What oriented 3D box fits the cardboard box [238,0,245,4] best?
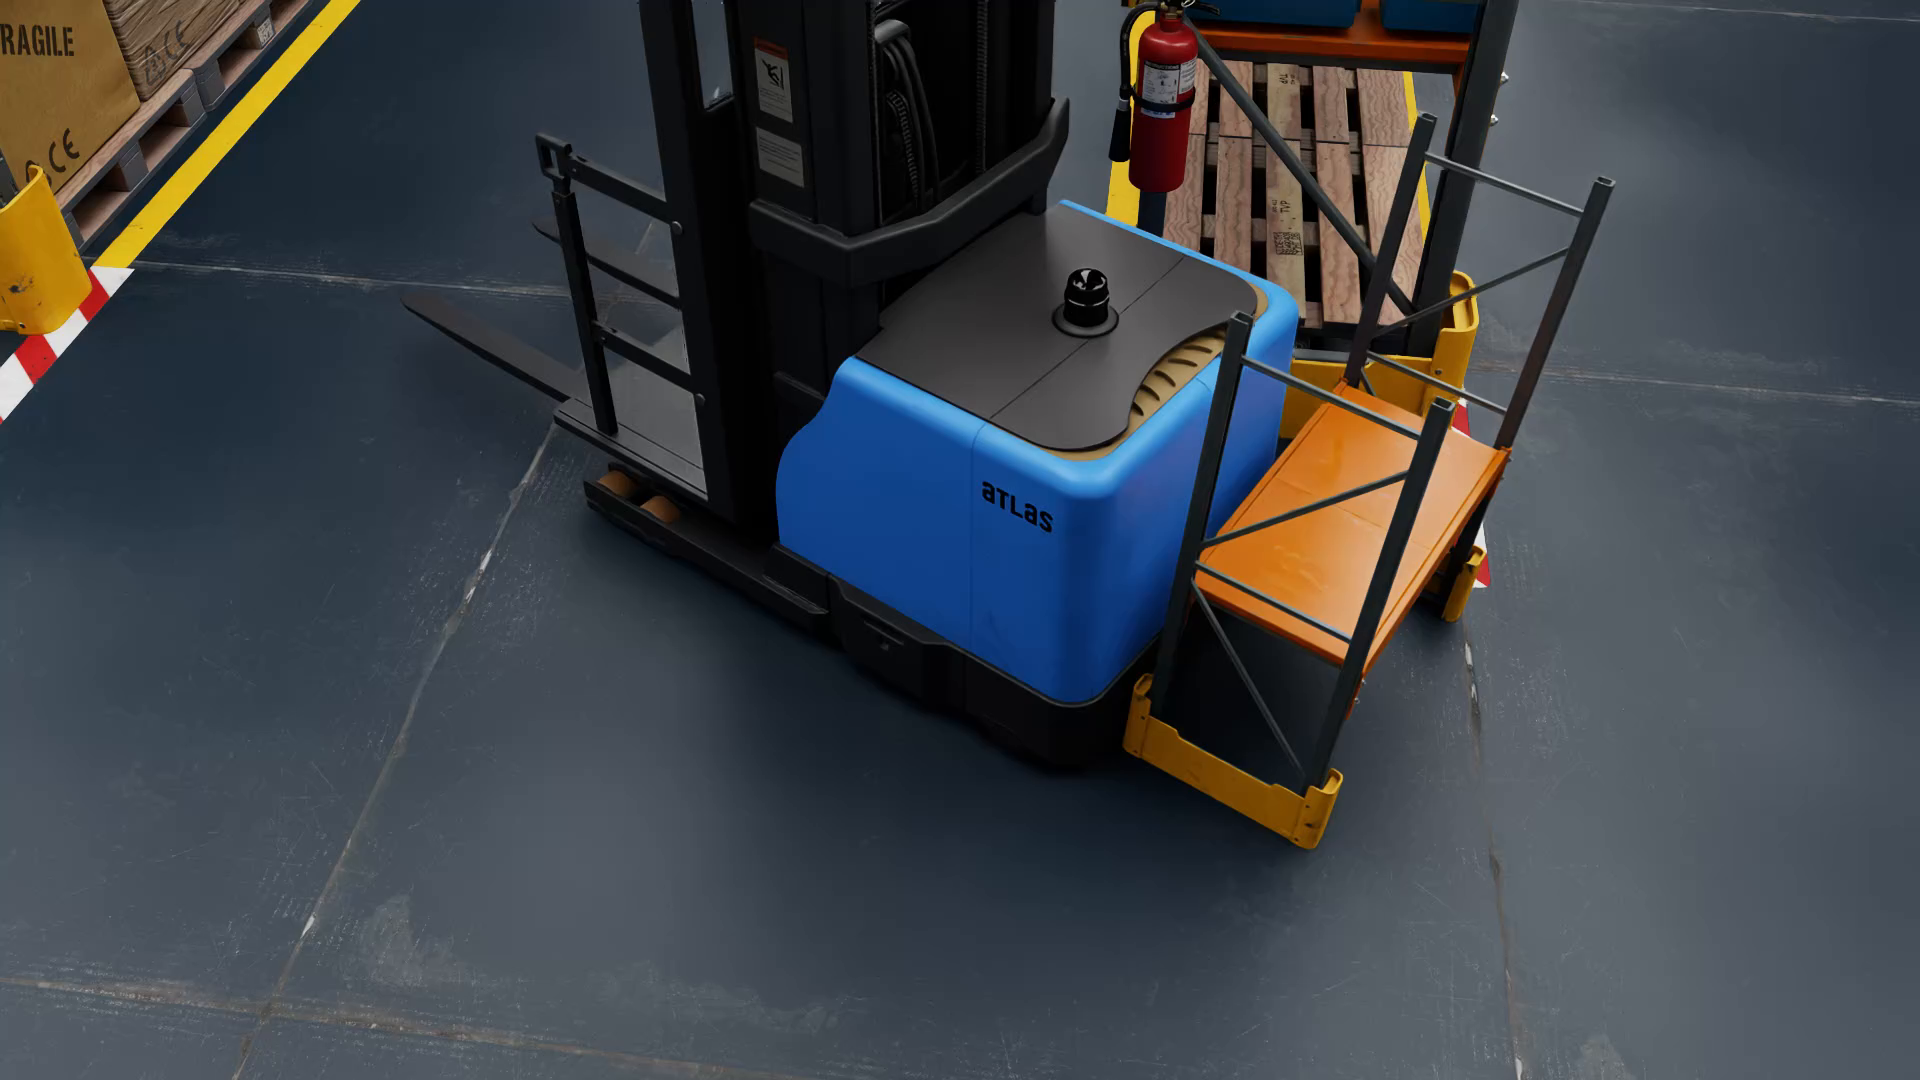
[{"bbox_3d":[-3.603,-3.063,7.544,0.875,0.875,0.875,5,44,6],"label":"cardboard box"}]

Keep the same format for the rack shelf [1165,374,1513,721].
[{"bbox_3d":[1.019,-0.015,4.409,0.538,0.185,1.000,27,50,21],"label":"rack shelf"}]

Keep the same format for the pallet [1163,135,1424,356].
[{"bbox_3d":[1.211,-1.108,6.267,1.003,0.211,1.213,5,44,6],"label":"pallet"}]

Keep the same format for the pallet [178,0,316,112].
[{"bbox_3d":[-3.654,-2.381,7.611,1.003,0.211,1.213,5,44,6],"label":"pallet"}]

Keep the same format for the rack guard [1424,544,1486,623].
[{"bbox_3d":[1.267,0.017,5.022,0.587,0.250,0.087,27,50,21],"label":"rack guard"}]

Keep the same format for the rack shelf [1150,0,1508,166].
[{"bbox_3d":[1.328,-2.664,6.405,1.077,0.370,4.000,5,44,6],"label":"rack shelf"}]

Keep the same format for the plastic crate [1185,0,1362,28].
[{"bbox_3d":[0.923,-1.842,4.944,0.616,0.435,0.499,5,44,6],"label":"plastic crate"}]

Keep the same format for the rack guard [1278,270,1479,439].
[{"bbox_3d":[1.073,-0.637,5.559,1.175,0.500,0.348,5,44,6],"label":"rack guard"}]

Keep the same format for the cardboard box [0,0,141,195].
[{"bbox_3d":[-3.841,-1.837,6.248,0.875,0.875,0.875,5,44,6],"label":"cardboard box"}]

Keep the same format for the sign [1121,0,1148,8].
[{"bbox_3d":[0.516,-1.660,4.703,0.100,0.325,0.005,5,44,6],"label":"sign"}]

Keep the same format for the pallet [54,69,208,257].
[{"bbox_3d":[-3.818,-1.552,6.735,1.003,0.211,1.213,5,44,6],"label":"pallet"}]

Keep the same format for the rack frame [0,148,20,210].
[{"bbox_3d":[-3.846,-2.012,5.194,1.000,3.000,0.127,5,44,6],"label":"rack frame"}]

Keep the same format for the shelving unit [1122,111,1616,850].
[{"bbox_3d":[1.024,-0.135,4.276,0.587,1.500,1.083,27,50,21],"label":"shelving unit"}]

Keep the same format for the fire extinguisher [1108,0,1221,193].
[{"bbox_3d":[0.593,-1.337,4.808,0.296,0.674,0.183,5,44,6],"label":"fire extinguisher"}]

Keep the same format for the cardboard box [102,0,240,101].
[{"bbox_3d":[-3.720,-2.457,6.903,0.875,0.875,0.875,5,44,6],"label":"cardboard box"}]

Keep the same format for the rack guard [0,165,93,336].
[{"bbox_3d":[-3.849,-1.088,6.036,1.175,0.500,0.348,5,44,6],"label":"rack guard"}]

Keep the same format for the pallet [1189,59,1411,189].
[{"bbox_3d":[1.375,-1.937,7.142,1.003,0.211,1.213,5,44,6],"label":"pallet"}]

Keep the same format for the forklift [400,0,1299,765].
[{"bbox_3d":[-0.563,-1.295,4.486,3.031,2.935,1.130,28,50,26],"label":"forklift"}]

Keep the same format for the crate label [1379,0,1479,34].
[{"bbox_3d":[1.423,-1.661,4.901,0.416,0.233,0.303,5,44,6],"label":"crate label"}]

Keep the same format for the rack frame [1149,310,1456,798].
[{"bbox_3d":[0.747,0.150,3.975,0.500,1.500,0.032,27,50,21],"label":"rack frame"}]

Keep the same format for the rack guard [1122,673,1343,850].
[{"bbox_3d":[0.713,0.587,4.421,0.587,0.250,0.087,27,50,21],"label":"rack guard"}]

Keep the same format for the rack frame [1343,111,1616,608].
[{"bbox_3d":[1.312,-0.431,4.588,0.500,1.500,0.032,27,50,21],"label":"rack frame"}]

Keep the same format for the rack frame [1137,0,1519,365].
[{"bbox_3d":[1.064,-1.562,4.718,1.000,3.000,0.127,5,44,6],"label":"rack frame"}]
